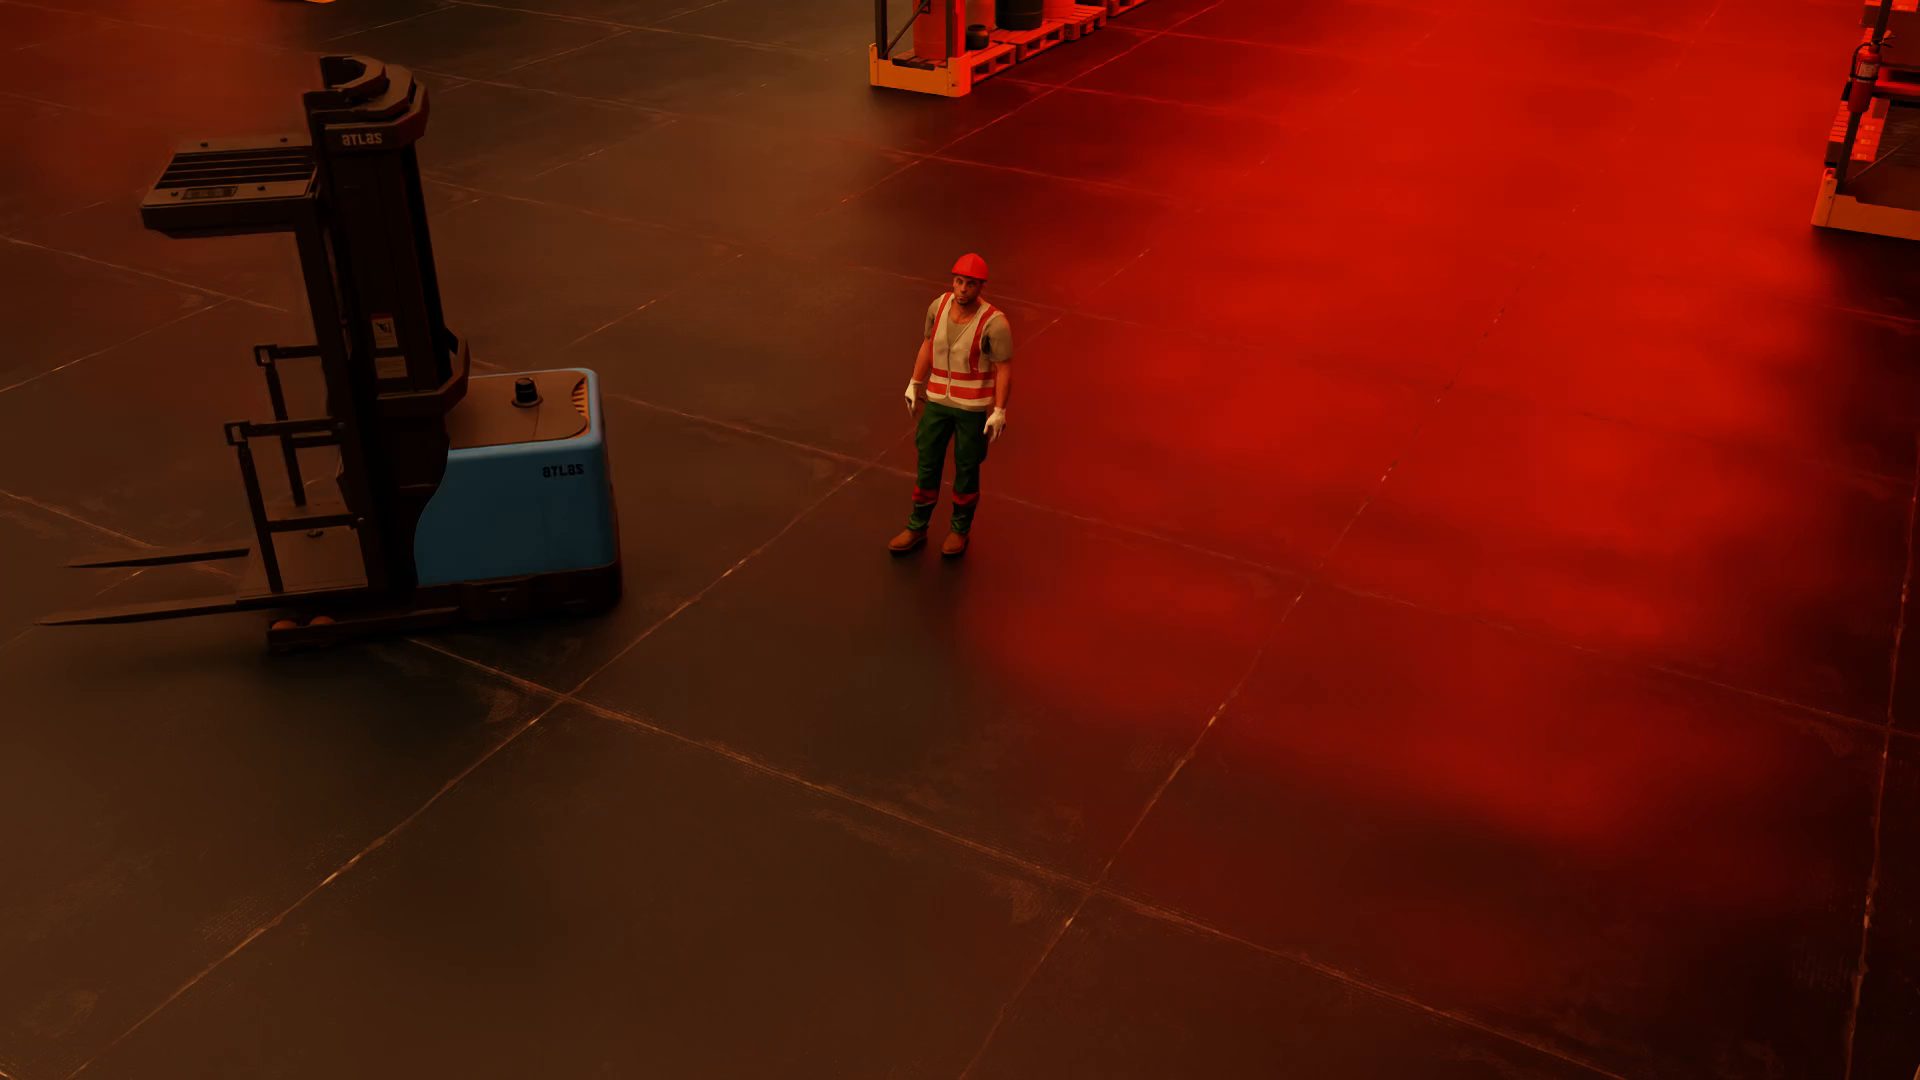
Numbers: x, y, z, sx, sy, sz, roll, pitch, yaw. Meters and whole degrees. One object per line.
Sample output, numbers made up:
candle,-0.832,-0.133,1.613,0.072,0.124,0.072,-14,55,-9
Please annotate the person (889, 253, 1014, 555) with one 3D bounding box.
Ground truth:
person,-0.048,-0.748,9.495,0.638,1.789,0.562,15,33,25

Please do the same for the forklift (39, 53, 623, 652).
forklift,-3.462,-0.956,8.728,3.031,2.935,1.130,-6,31,-10
